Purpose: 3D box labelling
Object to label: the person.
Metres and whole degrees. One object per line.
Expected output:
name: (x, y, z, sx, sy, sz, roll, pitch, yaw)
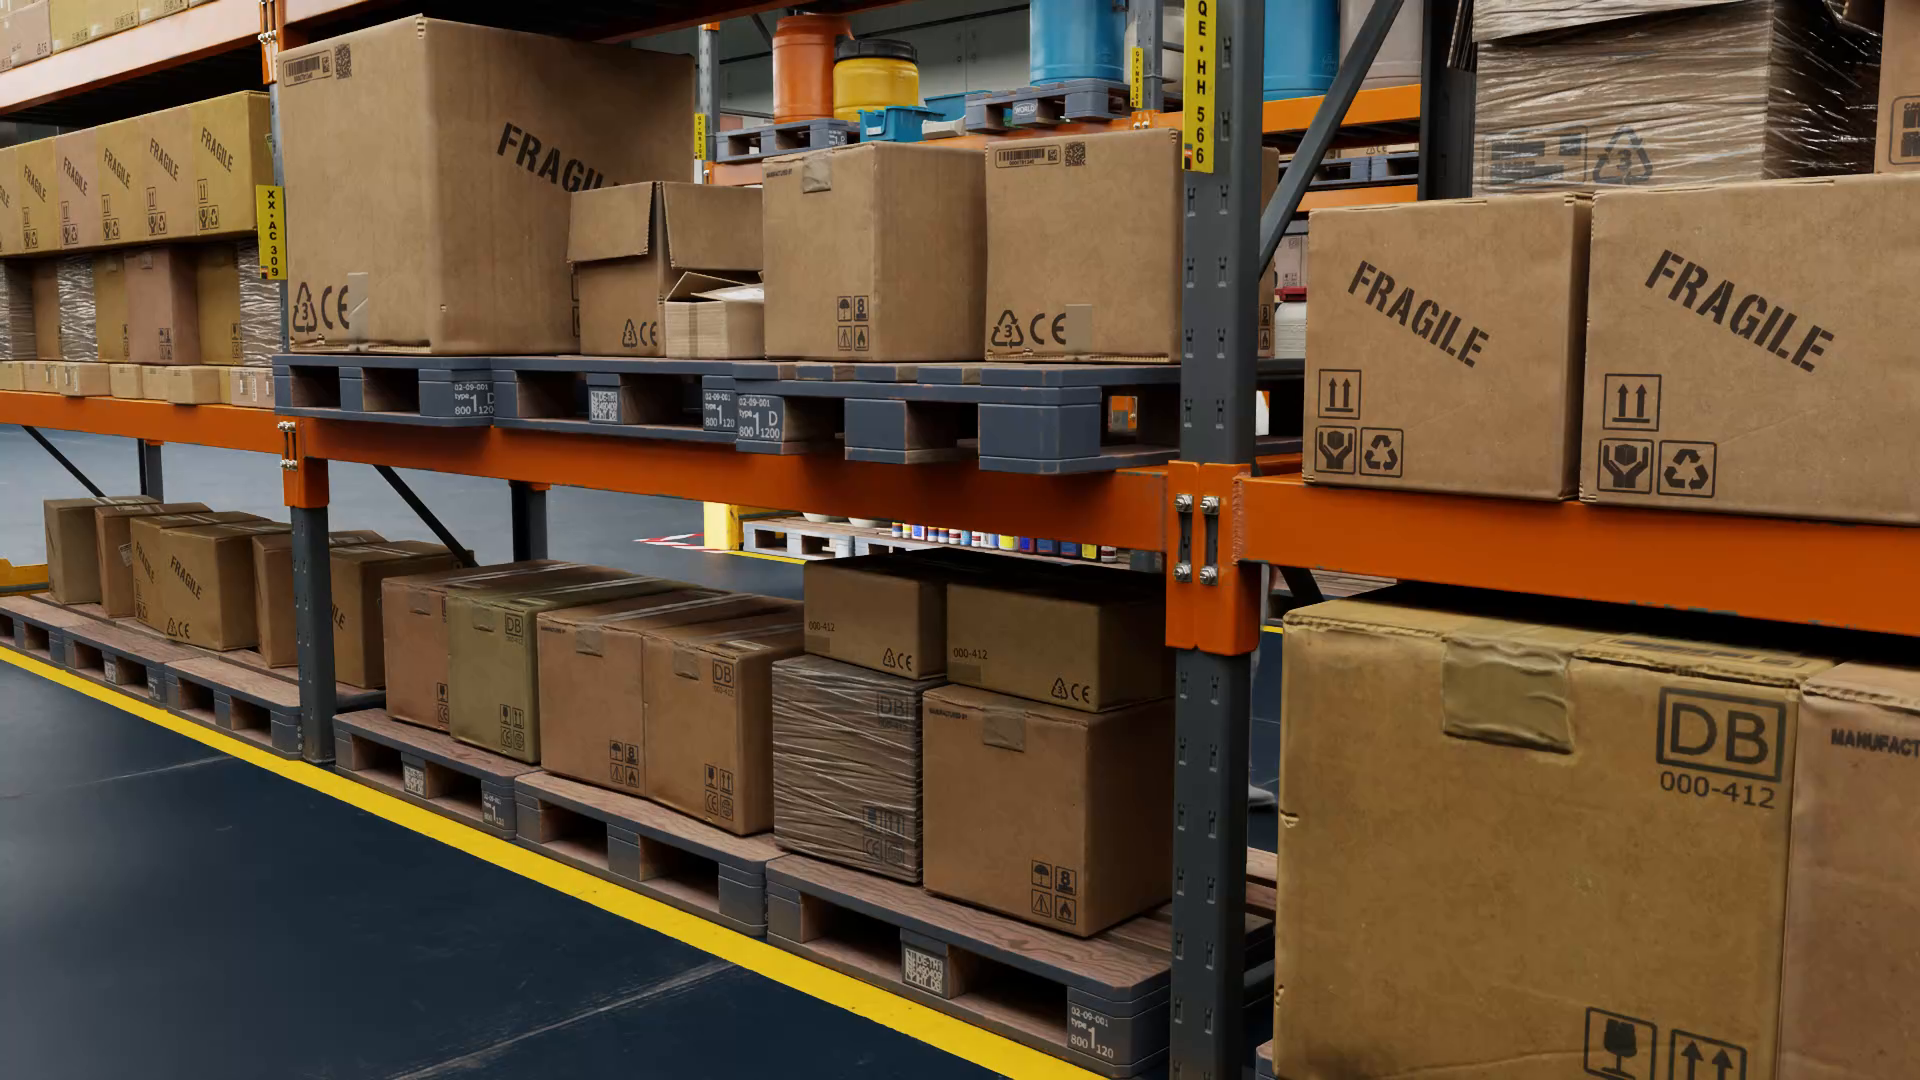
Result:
person: (0.840, 0.029, 5.480, 0.564, 1.774, 0.358, -7, 10, -44)
